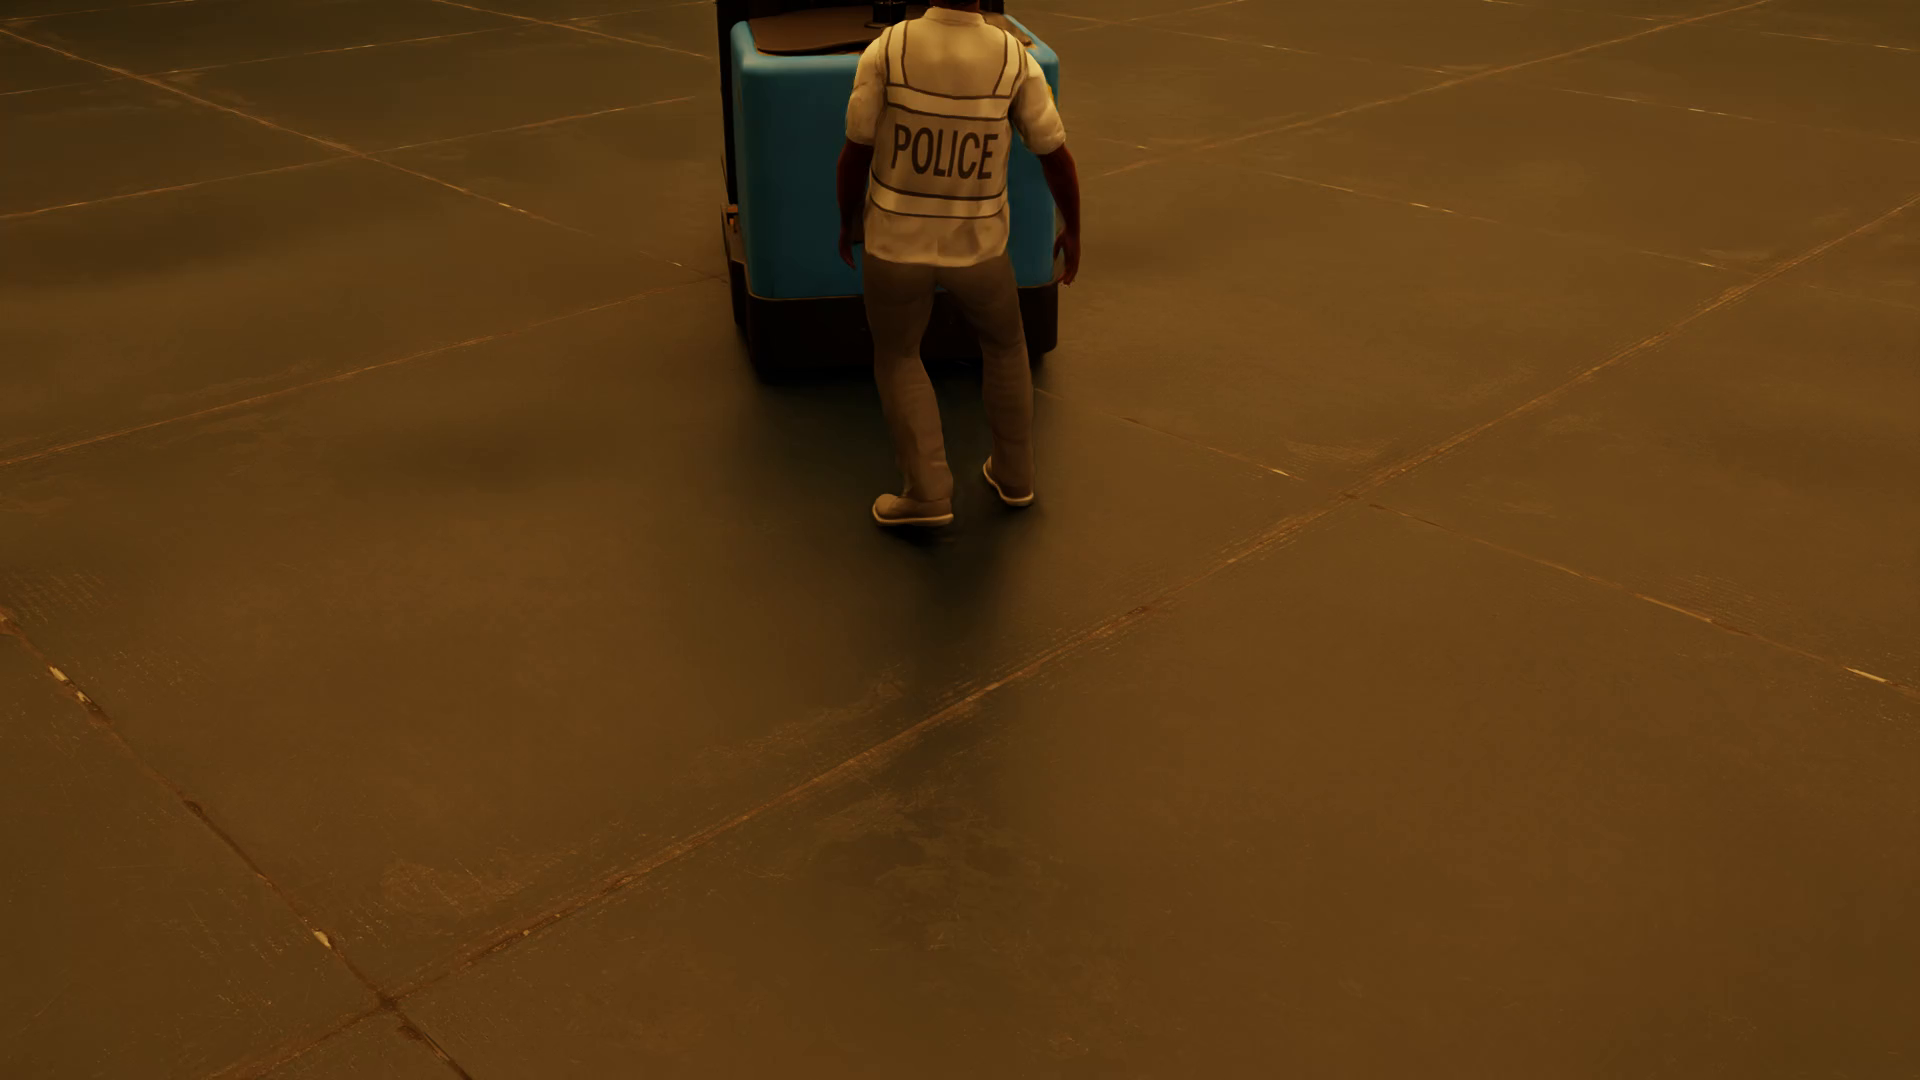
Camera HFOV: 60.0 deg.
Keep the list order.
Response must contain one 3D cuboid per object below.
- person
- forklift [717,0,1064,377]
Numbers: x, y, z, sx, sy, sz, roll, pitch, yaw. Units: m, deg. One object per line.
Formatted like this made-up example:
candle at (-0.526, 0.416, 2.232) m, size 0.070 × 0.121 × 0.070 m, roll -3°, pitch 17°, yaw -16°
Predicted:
person at (-0.056, -0.802, 4.457) m, size 0.760 × 1.510 × 0.666 m, roll 1°, pitch 26°, yaw 2°
forklift at (-0.405, -2.476, 6.263) m, size 1.130 × 2.935 × 3.031 m, roll -4°, pitch 26°, yaw -9°
